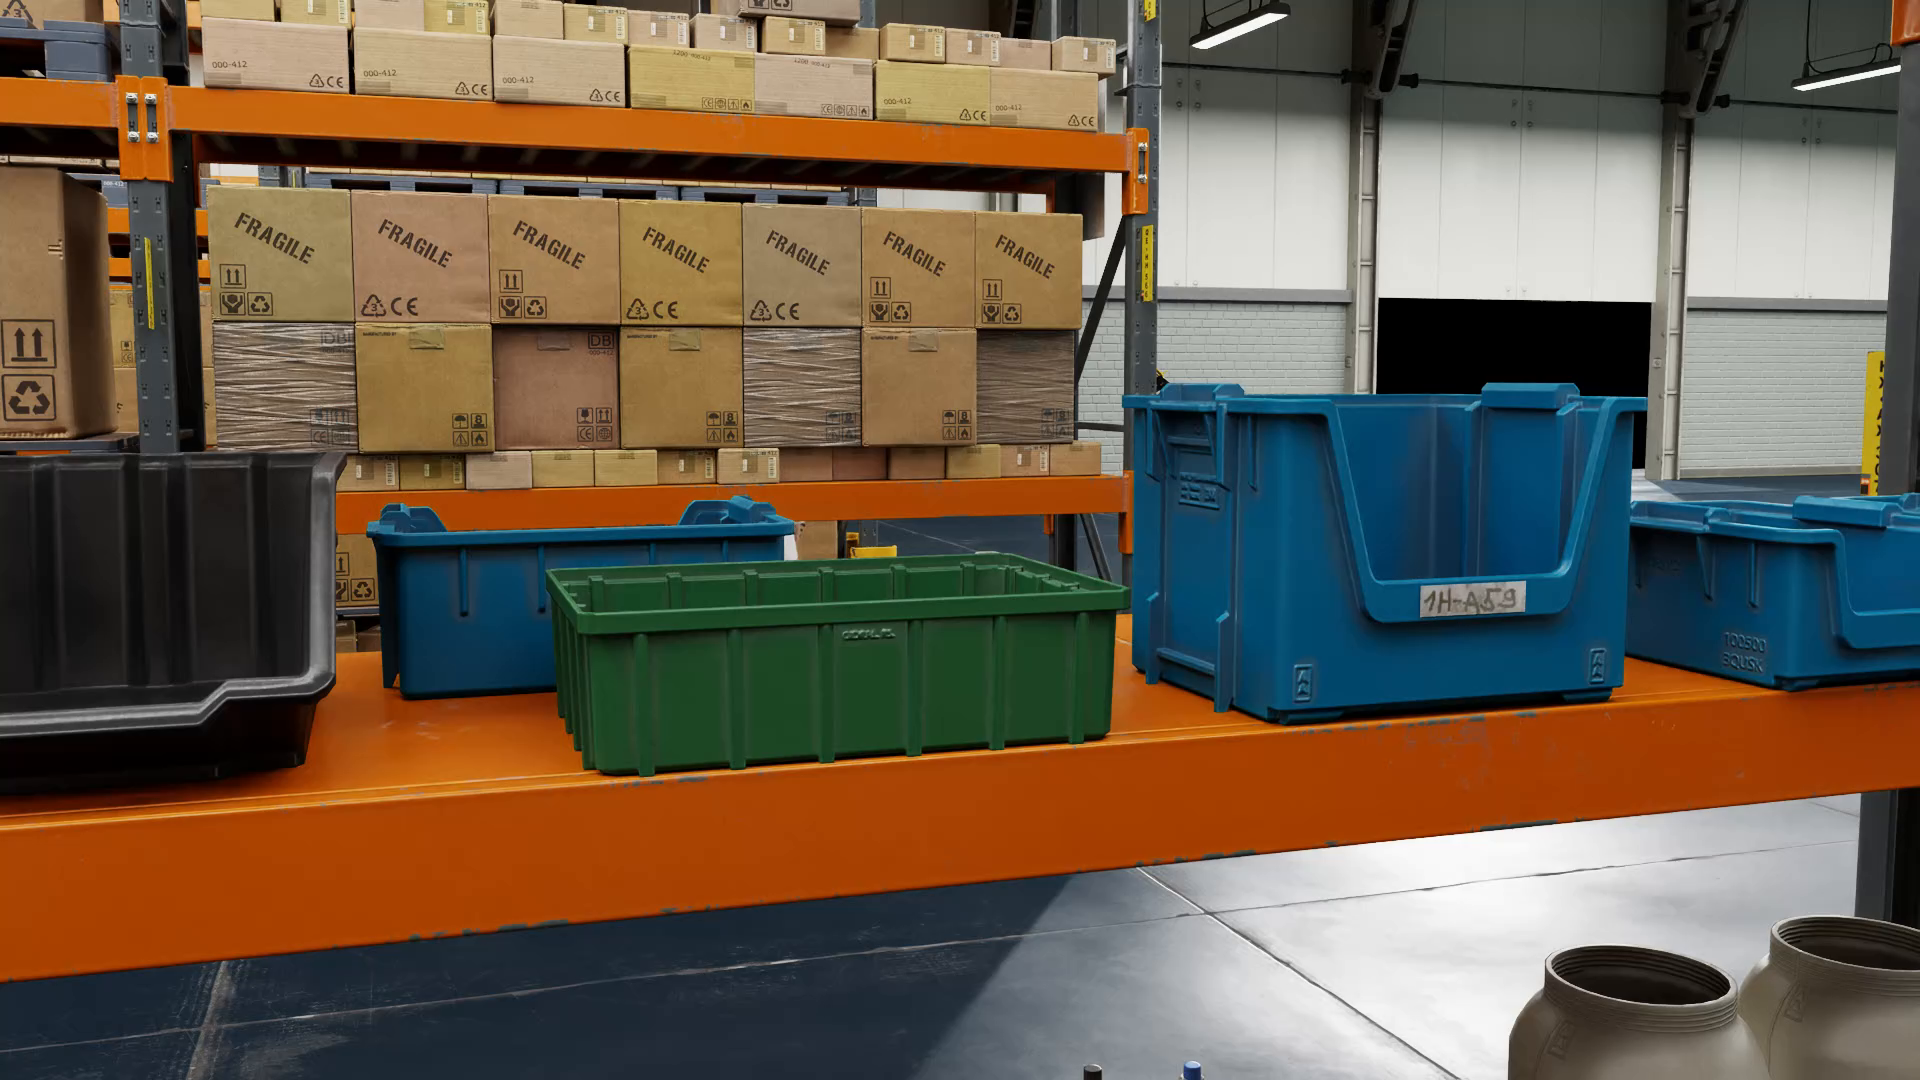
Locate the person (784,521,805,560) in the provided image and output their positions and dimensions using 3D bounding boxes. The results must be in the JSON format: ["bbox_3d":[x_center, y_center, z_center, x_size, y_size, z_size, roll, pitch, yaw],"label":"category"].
[{"bbox_3d":[-1.208,-0.083,9.604,0.656,1.774,0.417,-2,6,-20],"label":"person"}]
